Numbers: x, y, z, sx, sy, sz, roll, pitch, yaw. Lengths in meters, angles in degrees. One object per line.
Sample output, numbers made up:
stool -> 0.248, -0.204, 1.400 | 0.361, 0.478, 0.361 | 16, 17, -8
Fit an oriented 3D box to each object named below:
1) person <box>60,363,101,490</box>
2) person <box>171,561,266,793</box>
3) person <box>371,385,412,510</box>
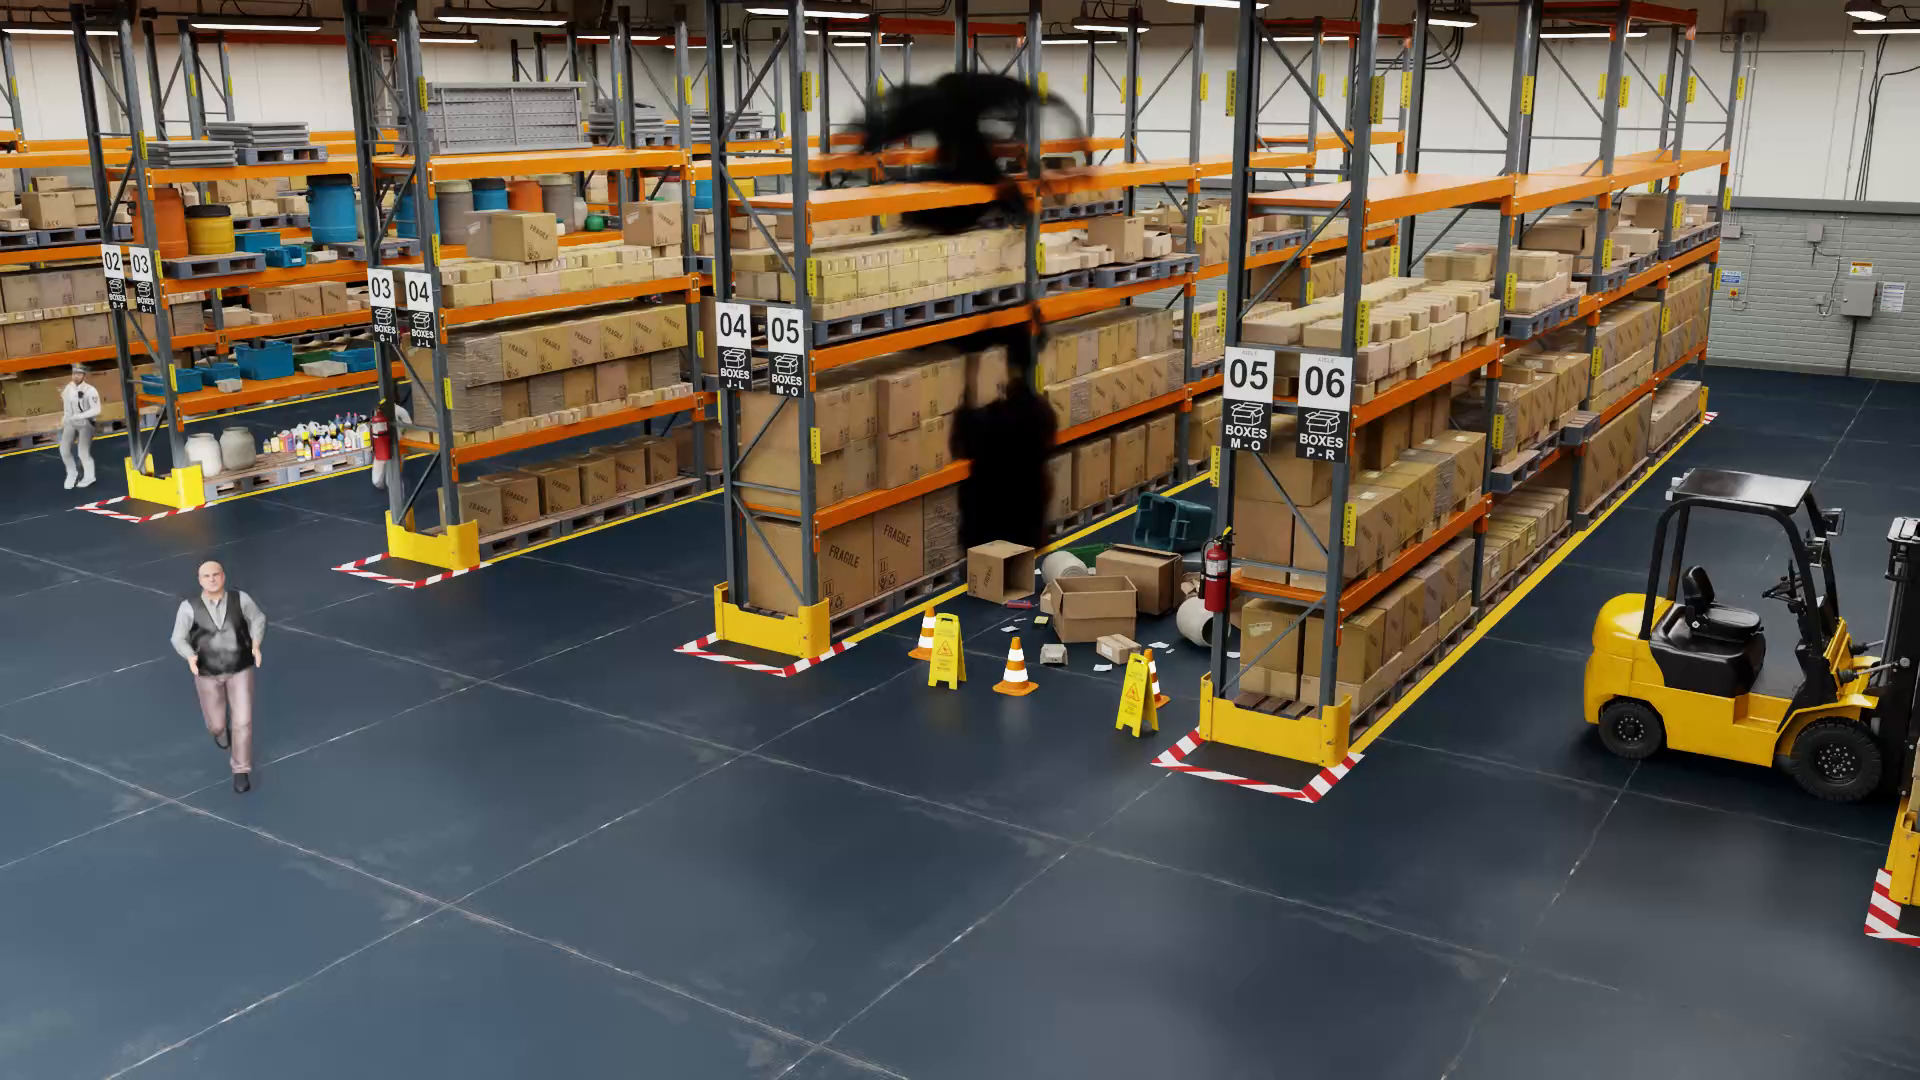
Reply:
person -> -11.334, -1.466, 21.433 | 0.614, 1.667, 0.610 | 1, 16, 3
person -> -5.550, 0.983, 12.548 | 0.670, 1.707, 0.831 | -8, 17, -25
person -> -6.860, -1.084, 20.085 | 0.561, 1.619, 0.588 | 3, 16, 9
